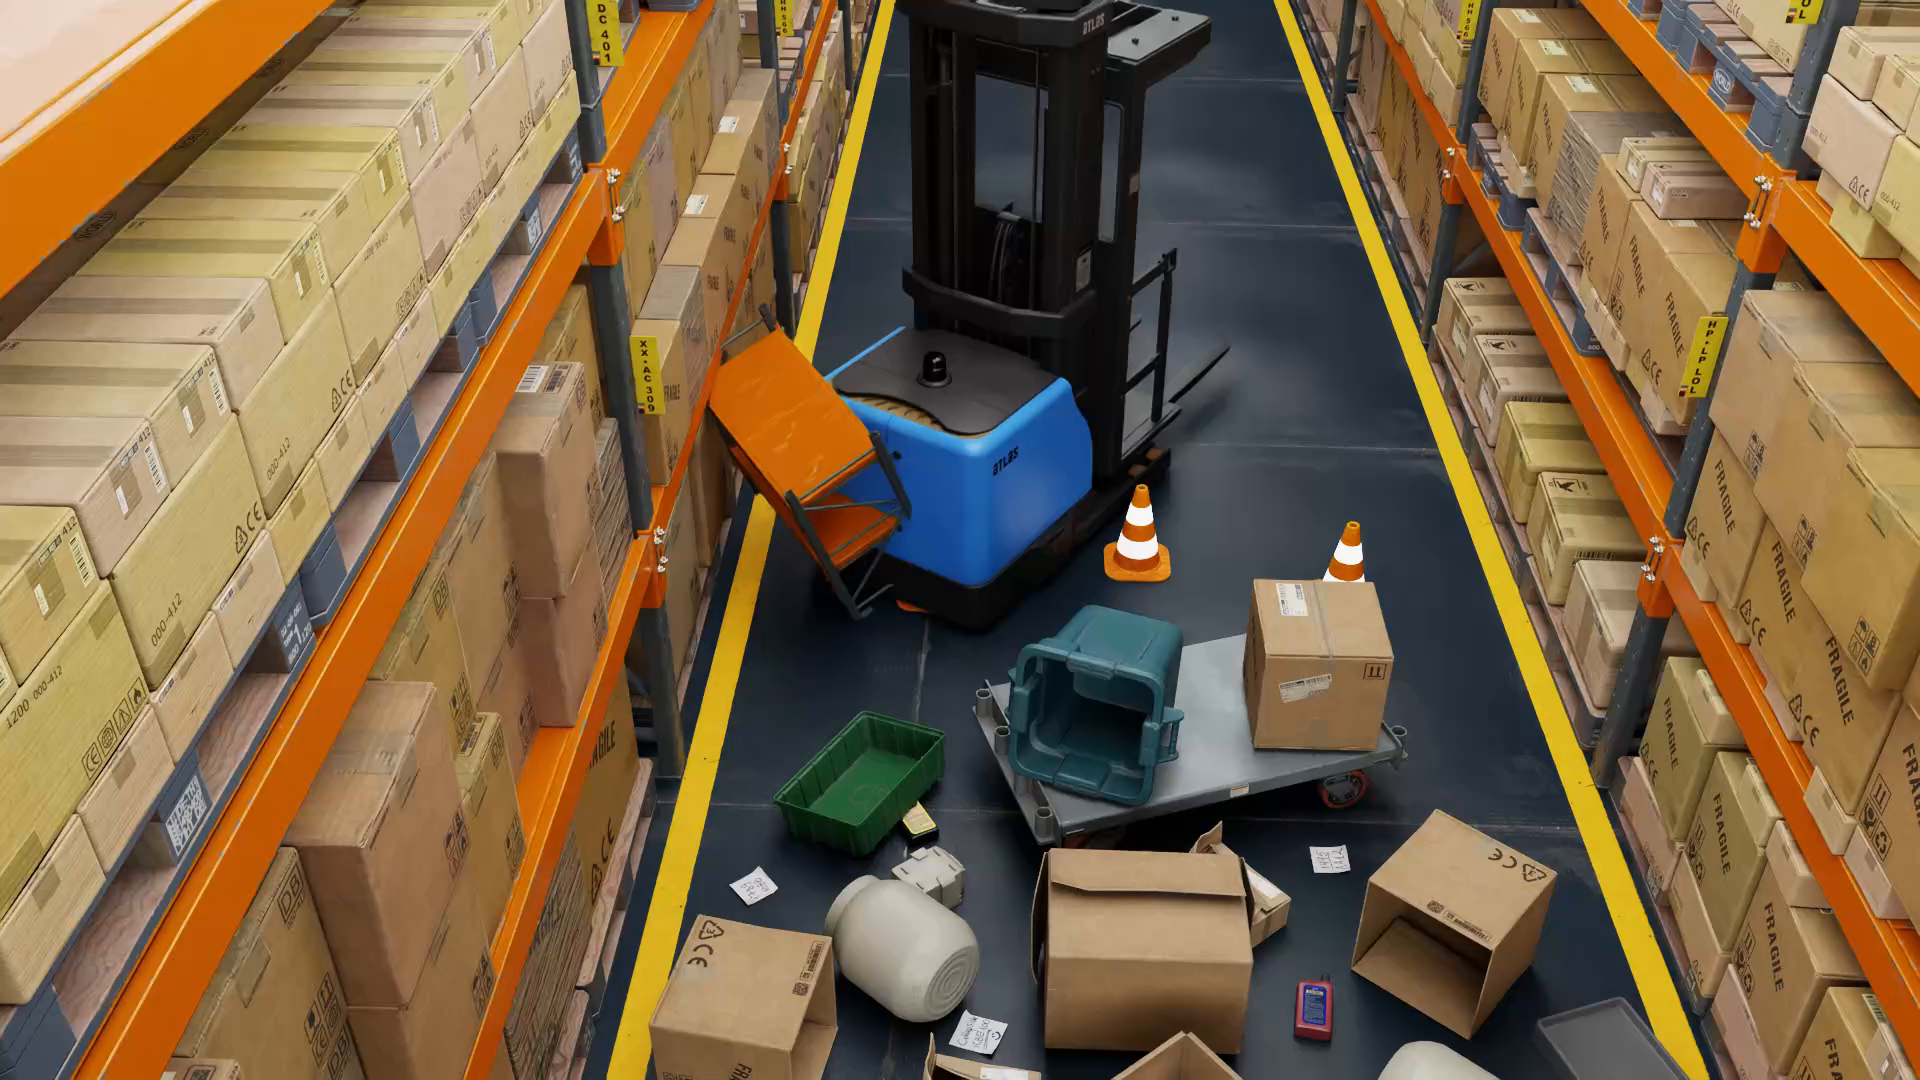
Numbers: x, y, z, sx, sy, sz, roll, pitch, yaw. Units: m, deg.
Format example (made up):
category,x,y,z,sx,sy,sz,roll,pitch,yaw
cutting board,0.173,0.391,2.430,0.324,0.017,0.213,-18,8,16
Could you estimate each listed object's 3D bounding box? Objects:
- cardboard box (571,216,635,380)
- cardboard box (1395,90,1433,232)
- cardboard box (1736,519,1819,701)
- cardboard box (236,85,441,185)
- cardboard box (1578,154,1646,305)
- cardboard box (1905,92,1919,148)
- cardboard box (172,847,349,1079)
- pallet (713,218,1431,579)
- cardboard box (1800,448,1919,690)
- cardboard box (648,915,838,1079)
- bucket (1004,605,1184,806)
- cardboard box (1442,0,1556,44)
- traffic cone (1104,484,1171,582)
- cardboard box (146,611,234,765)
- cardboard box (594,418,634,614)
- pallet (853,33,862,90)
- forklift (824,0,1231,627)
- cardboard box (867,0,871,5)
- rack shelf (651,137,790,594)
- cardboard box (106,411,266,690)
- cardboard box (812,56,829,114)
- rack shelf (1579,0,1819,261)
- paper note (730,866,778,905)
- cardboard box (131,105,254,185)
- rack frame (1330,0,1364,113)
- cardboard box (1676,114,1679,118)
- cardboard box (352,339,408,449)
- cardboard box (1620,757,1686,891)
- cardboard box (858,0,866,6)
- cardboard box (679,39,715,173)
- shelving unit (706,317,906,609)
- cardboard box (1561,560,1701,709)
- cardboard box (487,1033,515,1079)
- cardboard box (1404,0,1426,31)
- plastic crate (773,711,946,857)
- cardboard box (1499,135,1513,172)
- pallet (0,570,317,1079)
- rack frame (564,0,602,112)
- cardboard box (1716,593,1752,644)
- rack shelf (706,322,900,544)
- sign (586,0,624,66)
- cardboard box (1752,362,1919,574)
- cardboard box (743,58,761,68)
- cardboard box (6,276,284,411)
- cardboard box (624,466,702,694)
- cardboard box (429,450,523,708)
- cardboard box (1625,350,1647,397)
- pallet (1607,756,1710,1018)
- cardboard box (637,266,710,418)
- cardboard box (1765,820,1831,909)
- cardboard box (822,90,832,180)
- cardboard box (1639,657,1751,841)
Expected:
category,x,y,z,sx,sy,sz,roll,pitch,yaw
cardboard box,-1.692,-0.967,6.506,0.700,0.500,0.500,1,35,1
cardboard box,3.555,-2.683,11.388,0.875,0.875,0.875,2,35,2
cardboard box,2.951,0.197,5.460,0.500,0.500,0.500,1,35,2
cardboard box,-1.454,-0.952,3.906,0.380,0.149,0.250,1,35,1
cardboard box,3.079,-1.362,7.314,0.500,0.500,0.500,2,35,4
cardboard box,2.904,-1.151,4.641,0.380,0.149,0.250,0,35,0
cardboard box,-1.883,1.033,3.548,0.875,0.550,0.550,1,35,2
pallet,0.904,-1.011,9.951,6.107,0.211,4.108,1,35,2
cardboard box,2.920,0.082,4.756,0.700,0.500,0.500,1,35,1
cardboard box,-0.743,1.706,5.832,0.500,0.500,0.500,7,36,10
bucket,0.592,0.617,6.734,0.726,0.611,0.620,13,27,18
cardboard box,3.164,-3.227,9.721,0.500,0.500,0.500,0,35,1
traffic cone,0.907,-0.072,8.396,0.336,0.463,0.334,1,35,2
cardboard box,-1.513,0.249,2.890,0.380,0.149,0.250,1,35,2
cardboard box,-1.709,-0.081,6.071,0.875,0.550,0.550,1,35,2
pallet,-1.393,-4.074,14.308,1.003,0.211,1.213,1,35,2
forklift,0.505,-1.551,8.430,1.129,2.843,3.031,21,40,27
cardboard box,-1.018,-5.078,15.426,0.380,0.149,0.250,2,35,3
rack shelf,-1.626,-1.086,8.258,1.077,0.370,4.000,1,35,2
cardboard box,-1.572,0.003,2.893,0.500,0.250,0.500,1,35,1
cardboard box,-1.203,-3.251,11.869,0.500,0.250,0.500,0,35,0
rack shelf,3.324,-2.257,7.316,1.077,0.370,4.000,1,35,2
paper note,-0.828,1.390,6.691,0.147,0.020,0.142,-24,42,-30
cardboard box,-2.044,-0.878,4.147,0.500,0.250,0.500,1,35,1
rack frame,3.565,-4.772,12.876,1.000,3.000,0.127,1,35,2
cardboard box,3.635,-1.953,8.155,0.500,0.500,0.500,-1,35,-1
cardboard box,-1.473,-0.332,3.716,0.380,0.149,0.250,2,35,2
cardboard box,2.950,1.111,6.533,0.500,0.250,0.500,0,35,0
cardboard box,-1.035,-4.900,14.915,0.380,0.149,0.250,1,35,2
cardboard box,-1.611,-2.137,8.171,0.700,0.500,0.500,1,35,1
shelving unit,-0.718,-0.361,8.019,0.538,0.981,1.030,-35,56,-8
cardboard box,3.262,0.427,7.400,0.950,0.372,0.625,2,35,2
cardboard box,-1.872,1.867,4.913,0.875,0.875,0.875,1,35,1
cardboard box,3.187,-3.490,10.749,0.500,0.250,0.500,0,35,1
plastic crate,-0.404,1.025,7.023,0.450,0.188,0.662,11,35,32
cardboard box,3.104,-2.042,8.846,0.380,0.149,0.250,-1,35,-1
pallet,-1.848,0.449,2.916,1.003,0.211,1.213,1,35,2
rack frame,-1.706,-2.686,4.691,1.000,3.000,0.127,1,35,2
cardboard box,2.952,0.247,5.953,0.380,0.149,0.250,2,35,3
rack shelf,-0.782,-0.514,7.778,0.538,0.278,1.000,-35,56,-8
sign,-1.152,-1.691,5.366,0.100,0.325,0.005,1,35,2
cardboard box,3.126,-0.408,5.017,1.020,1.000,0.508,2,35,2
cardboard box,-1.326,-2.851,9.997,0.380,0.149,0.250,1,35,1
cardboard box,-1.494,-0.365,3.071,0.380,0.149,0.250,1,35,1
cardboard box,-1.771,0.158,7.453,1.050,0.750,0.750,1,35,2
cardboard box,-1.820,0.102,4.872,0.875,0.550,0.550,1,35,2
cardboard box,3.017,-0.697,6.933,0.380,0.149,0.250,0,35,0
pallet,3.252,1.352,6.588,1.003,0.211,1.213,1,35,2
cardboard box,-1.397,-0.858,7.222,0.500,0.500,0.500,2,35,2
cardboard box,2.859,1.059,5.390,0.380,0.149,0.250,3,35,5
cardboard box,-1.209,-2.957,12.103,0.500,0.500,0.500,1,35,1
cardboard box,2.950,0.804,6.317,0.500,0.500,0.500,3,35,4
